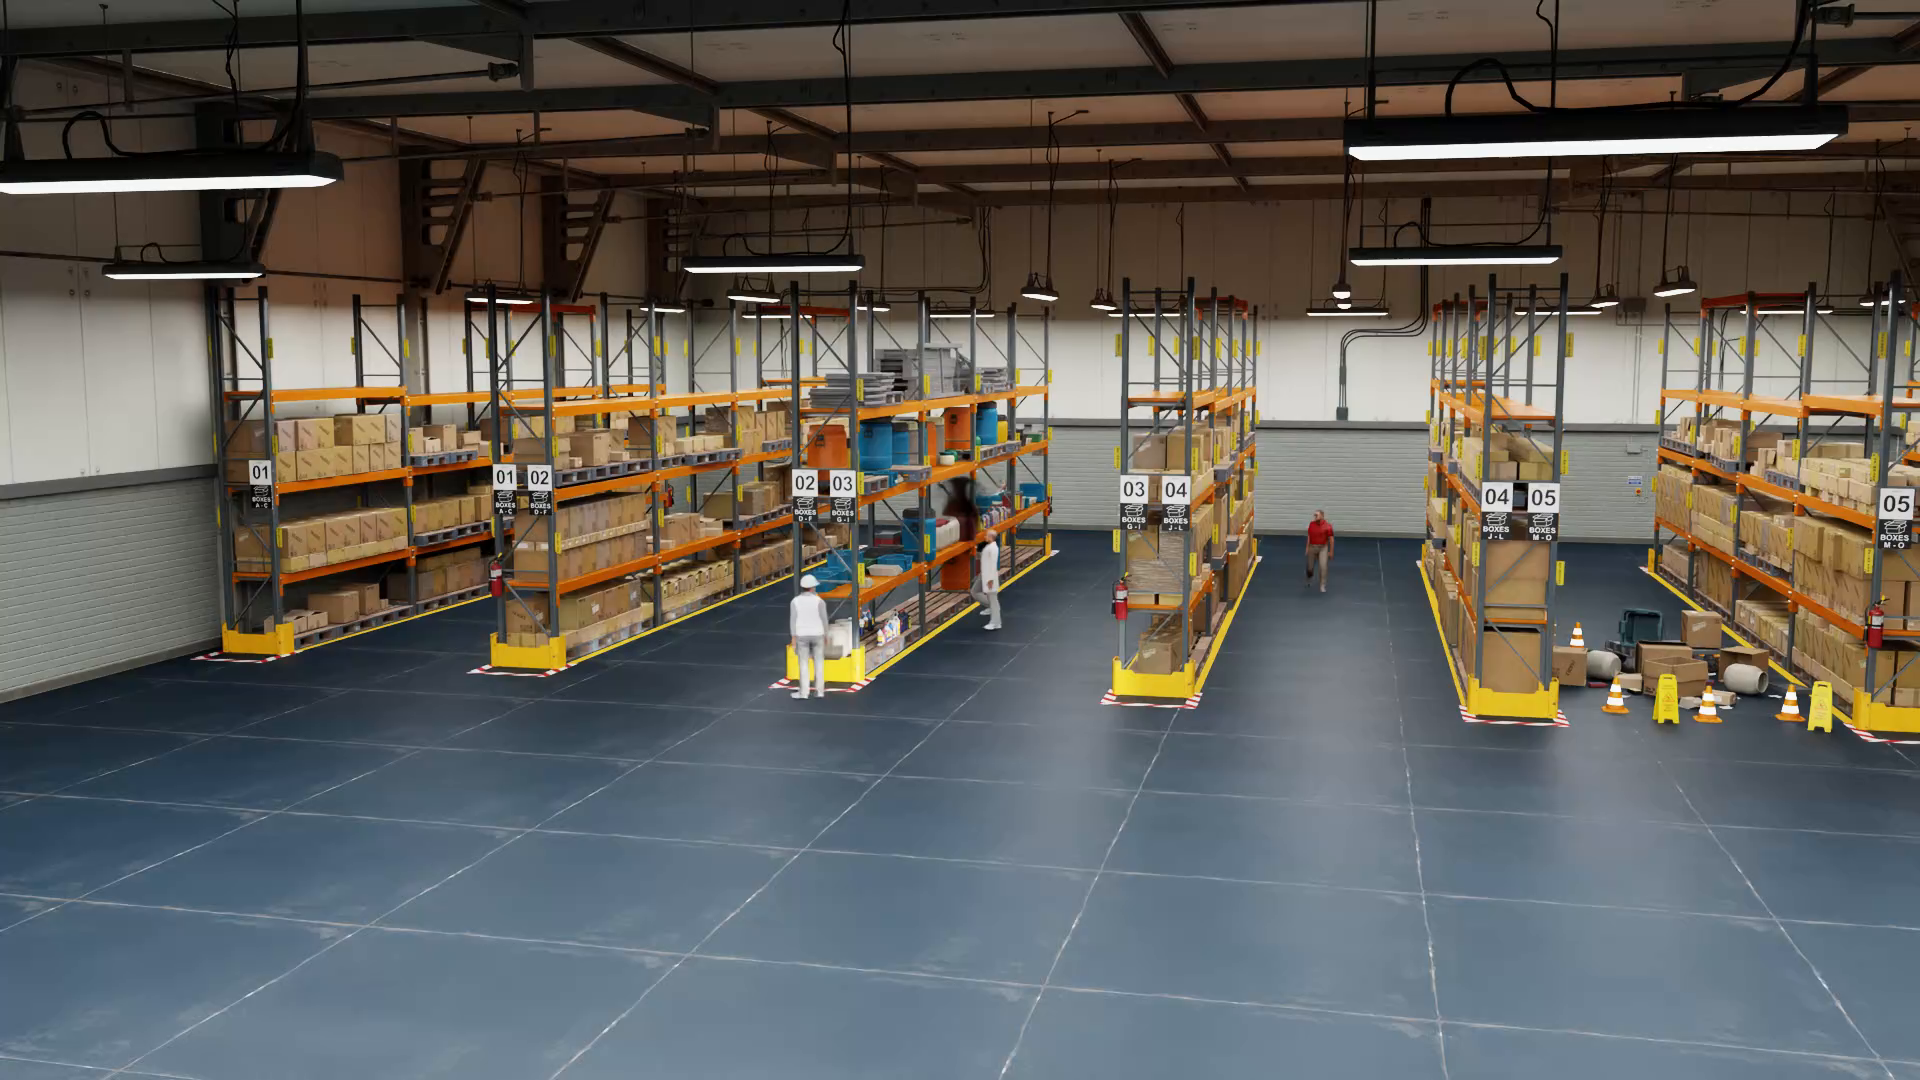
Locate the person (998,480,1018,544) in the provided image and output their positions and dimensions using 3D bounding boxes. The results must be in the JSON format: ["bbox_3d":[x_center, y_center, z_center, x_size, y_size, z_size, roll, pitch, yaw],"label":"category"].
[{"bbox_3d":[1.190,-0.689,42.332,0.495,1.699,0.495,3,7,23],"label":"person"}]

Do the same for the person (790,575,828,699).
[{"bbox_3d":[-2.163,1.392,23.871,0.549,1.806,0.390,0,7,-2],"label":"person"}]

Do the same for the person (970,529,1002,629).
[{"bbox_3d":[0.482,0.695,29.729,0.526,1.772,0.676,-1,7,-10],"label":"person"}]

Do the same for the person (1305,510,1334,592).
[{"bbox_3d":[7.444,0.200,34.440,0.573,1.683,0.857,1,7,10],"label":"person"}]
